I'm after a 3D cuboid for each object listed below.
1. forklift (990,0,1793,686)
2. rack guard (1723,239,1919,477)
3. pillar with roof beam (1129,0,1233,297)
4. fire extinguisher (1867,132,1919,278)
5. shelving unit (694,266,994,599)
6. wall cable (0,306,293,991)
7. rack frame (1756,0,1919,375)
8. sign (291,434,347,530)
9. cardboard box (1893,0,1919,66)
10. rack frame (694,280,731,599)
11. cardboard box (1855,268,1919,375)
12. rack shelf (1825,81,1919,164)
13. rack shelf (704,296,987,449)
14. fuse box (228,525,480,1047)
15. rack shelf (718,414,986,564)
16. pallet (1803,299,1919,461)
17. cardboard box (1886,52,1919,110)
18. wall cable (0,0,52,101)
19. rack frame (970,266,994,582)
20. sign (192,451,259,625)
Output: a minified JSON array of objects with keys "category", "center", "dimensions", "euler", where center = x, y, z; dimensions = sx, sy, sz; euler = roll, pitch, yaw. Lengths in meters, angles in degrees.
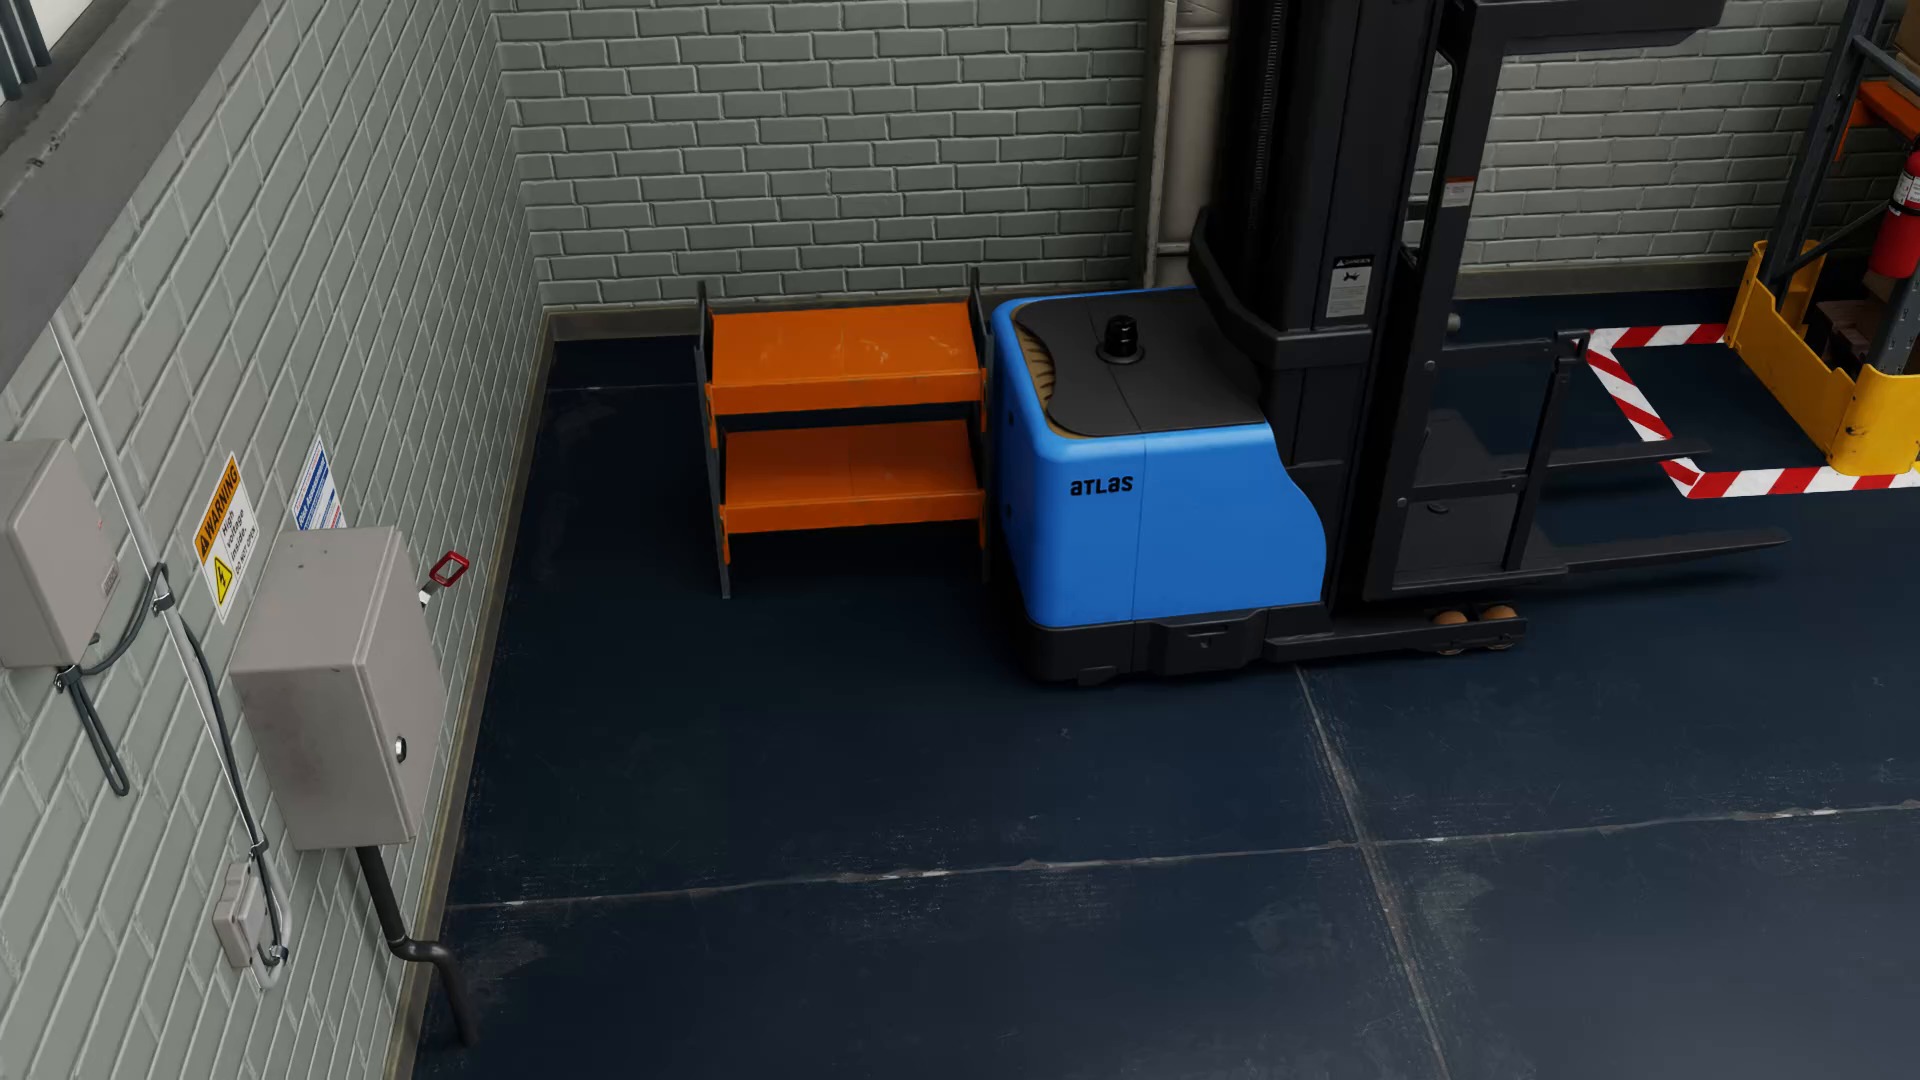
[{"category":"forklift","center":[1.661,-1.041,5.704],"dimensions":[3.031,2.935,1.130],"euler":[-5,39,-7]},{"category":"rack guard","center":[3.872,-0.834,7.403],"dimensions":[0.348,0.500,1.175],"euler":[-3,38,-4]},{"category":"pillar with roof beam","center":[1.412,-1.918,1.916],"dimensions":[0.400,9.000,9.100],"euler":[-3,38,-4]},{"category":"fire extinguisher","center":[3.691,-1.341,6.392],"dimensions":[0.183,0.674,0.296],"euler":[-3,38,-4]},{"category":"shelving unit","center":[-0.426,-0.398,6.346],"dimensions":[1.048,1.125,0.538],"euler":[-4,38,-5]},{"category":"wall cable","center":[-1.512,0.302,3.126],"dimensions":[0.122,1.984,0.588],"euler":[-3,38,-4]},{"category":"rack frame","center":[3.796,-1.811,6.624],"dimensions":[0.127,3.000,1.000],"euler":[-3,38,-4]},{"category":"sign","center":[-1.666,0.015,4.386],"dimensions":[0.001,0.494,0.329],"euler":[-3,38,-4]},{"category":"cardboard box","center":[4.231,-2.058,6.818],"dimensions":[0.500,0.250,0.500],"euler":[-2,38,-3]},{"category":"rack frame","center":[-0.932,-0.366,6.306],"dimensions":[0.032,1.125,0.500],"euler":[-4,38,-5]},{"category":"cardboard box","center":[4.414,-0.971,7.235],"dimensions":[0.637,0.503,0.797],"euler":[-5,39,-6]},{"category":"rack shelf","center":[5.788,-1.638,6.986],"dimensions":[4.000,0.370,1.077],"euler":[-3,38,-4]},{"category":"rack shelf","center":[-0.426,-0.628,6.165],"dimensions":[1.000,0.278,0.538],"euler":[-4,38,-5]},{"category":"fuse box","center":[-1.416,0.777,4.384],"dimensions":[0.414,1.711,0.539],"euler":[-3,38,-4]},{"category":"rack shelf","center":[-0.426,-0.206,6.498],"dimensions":[1.000,0.278,0.538],"euler":[-4,38,-5]},{"category":"pallet","center":[4.666,-0.765,7.549],"dimensions":[1.213,0.211,1.003],"euler":[-3,38,-4]},{"category":"cardboard box","center":[4.103,-1.896,6.935],"dimensions":[0.250,0.149,0.380],"euler":[-4,38,-4]},{"category":"wall cable","center":[-1.674,-2.818,3.026],"dimensions":[0.133,3.039,2.988],"euler":[-3,38,-4]},{"category":"rack frame","center":[0.079,-0.429,6.386],"dimensions":[0.032,1.125,0.500],"euler":[-4,38,-5]},{"category":"sign","center":[-1.617,-0.008,3.672],"dimensions":[0.001,0.242,0.339],"euler":[-3,38,-4]}]
